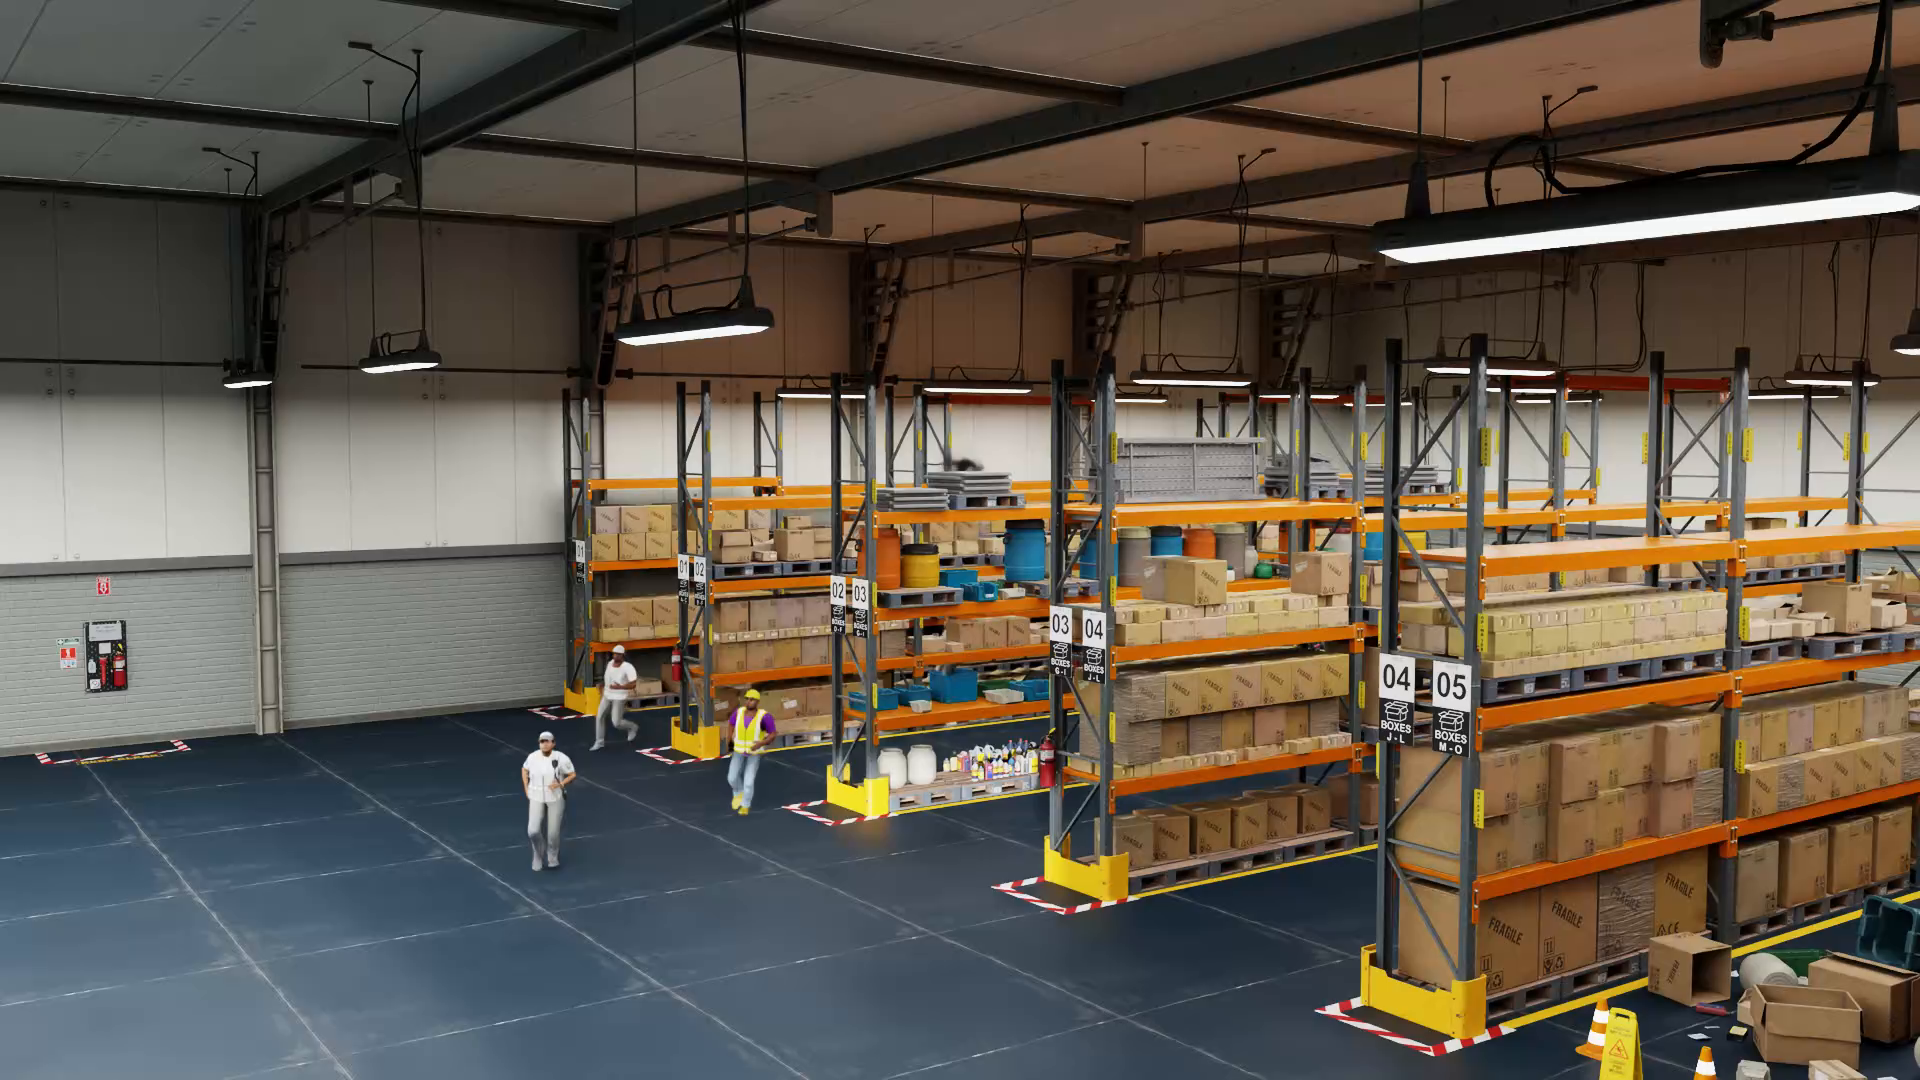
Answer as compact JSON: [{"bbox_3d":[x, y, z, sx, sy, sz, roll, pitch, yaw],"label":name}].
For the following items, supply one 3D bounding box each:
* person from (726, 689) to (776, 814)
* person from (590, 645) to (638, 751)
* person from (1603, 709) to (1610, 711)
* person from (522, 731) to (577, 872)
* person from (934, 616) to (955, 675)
[{"bbox_3d":[-2.847,2.864,22.458,0.710,1.708,0.519,1,4,11],"label":"person"},{"bbox_3d":[-5.615,2.578,27.285,0.733,1.723,0.819,2,4,29],"label":"person"},{"bbox_3d":[8.404,2.951,21.399,0.767,1.647,0.636,-2,4,-34],"label":"person"},{"bbox_3d":[-4.856,3.082,19.600,0.663,1.663,0.593,0,4,-3],"label":"person"},{"bbox_3d":[-0.241,2.264,31.904,0.578,1.622,0.560,-3,5,-41],"label":"person"}]
